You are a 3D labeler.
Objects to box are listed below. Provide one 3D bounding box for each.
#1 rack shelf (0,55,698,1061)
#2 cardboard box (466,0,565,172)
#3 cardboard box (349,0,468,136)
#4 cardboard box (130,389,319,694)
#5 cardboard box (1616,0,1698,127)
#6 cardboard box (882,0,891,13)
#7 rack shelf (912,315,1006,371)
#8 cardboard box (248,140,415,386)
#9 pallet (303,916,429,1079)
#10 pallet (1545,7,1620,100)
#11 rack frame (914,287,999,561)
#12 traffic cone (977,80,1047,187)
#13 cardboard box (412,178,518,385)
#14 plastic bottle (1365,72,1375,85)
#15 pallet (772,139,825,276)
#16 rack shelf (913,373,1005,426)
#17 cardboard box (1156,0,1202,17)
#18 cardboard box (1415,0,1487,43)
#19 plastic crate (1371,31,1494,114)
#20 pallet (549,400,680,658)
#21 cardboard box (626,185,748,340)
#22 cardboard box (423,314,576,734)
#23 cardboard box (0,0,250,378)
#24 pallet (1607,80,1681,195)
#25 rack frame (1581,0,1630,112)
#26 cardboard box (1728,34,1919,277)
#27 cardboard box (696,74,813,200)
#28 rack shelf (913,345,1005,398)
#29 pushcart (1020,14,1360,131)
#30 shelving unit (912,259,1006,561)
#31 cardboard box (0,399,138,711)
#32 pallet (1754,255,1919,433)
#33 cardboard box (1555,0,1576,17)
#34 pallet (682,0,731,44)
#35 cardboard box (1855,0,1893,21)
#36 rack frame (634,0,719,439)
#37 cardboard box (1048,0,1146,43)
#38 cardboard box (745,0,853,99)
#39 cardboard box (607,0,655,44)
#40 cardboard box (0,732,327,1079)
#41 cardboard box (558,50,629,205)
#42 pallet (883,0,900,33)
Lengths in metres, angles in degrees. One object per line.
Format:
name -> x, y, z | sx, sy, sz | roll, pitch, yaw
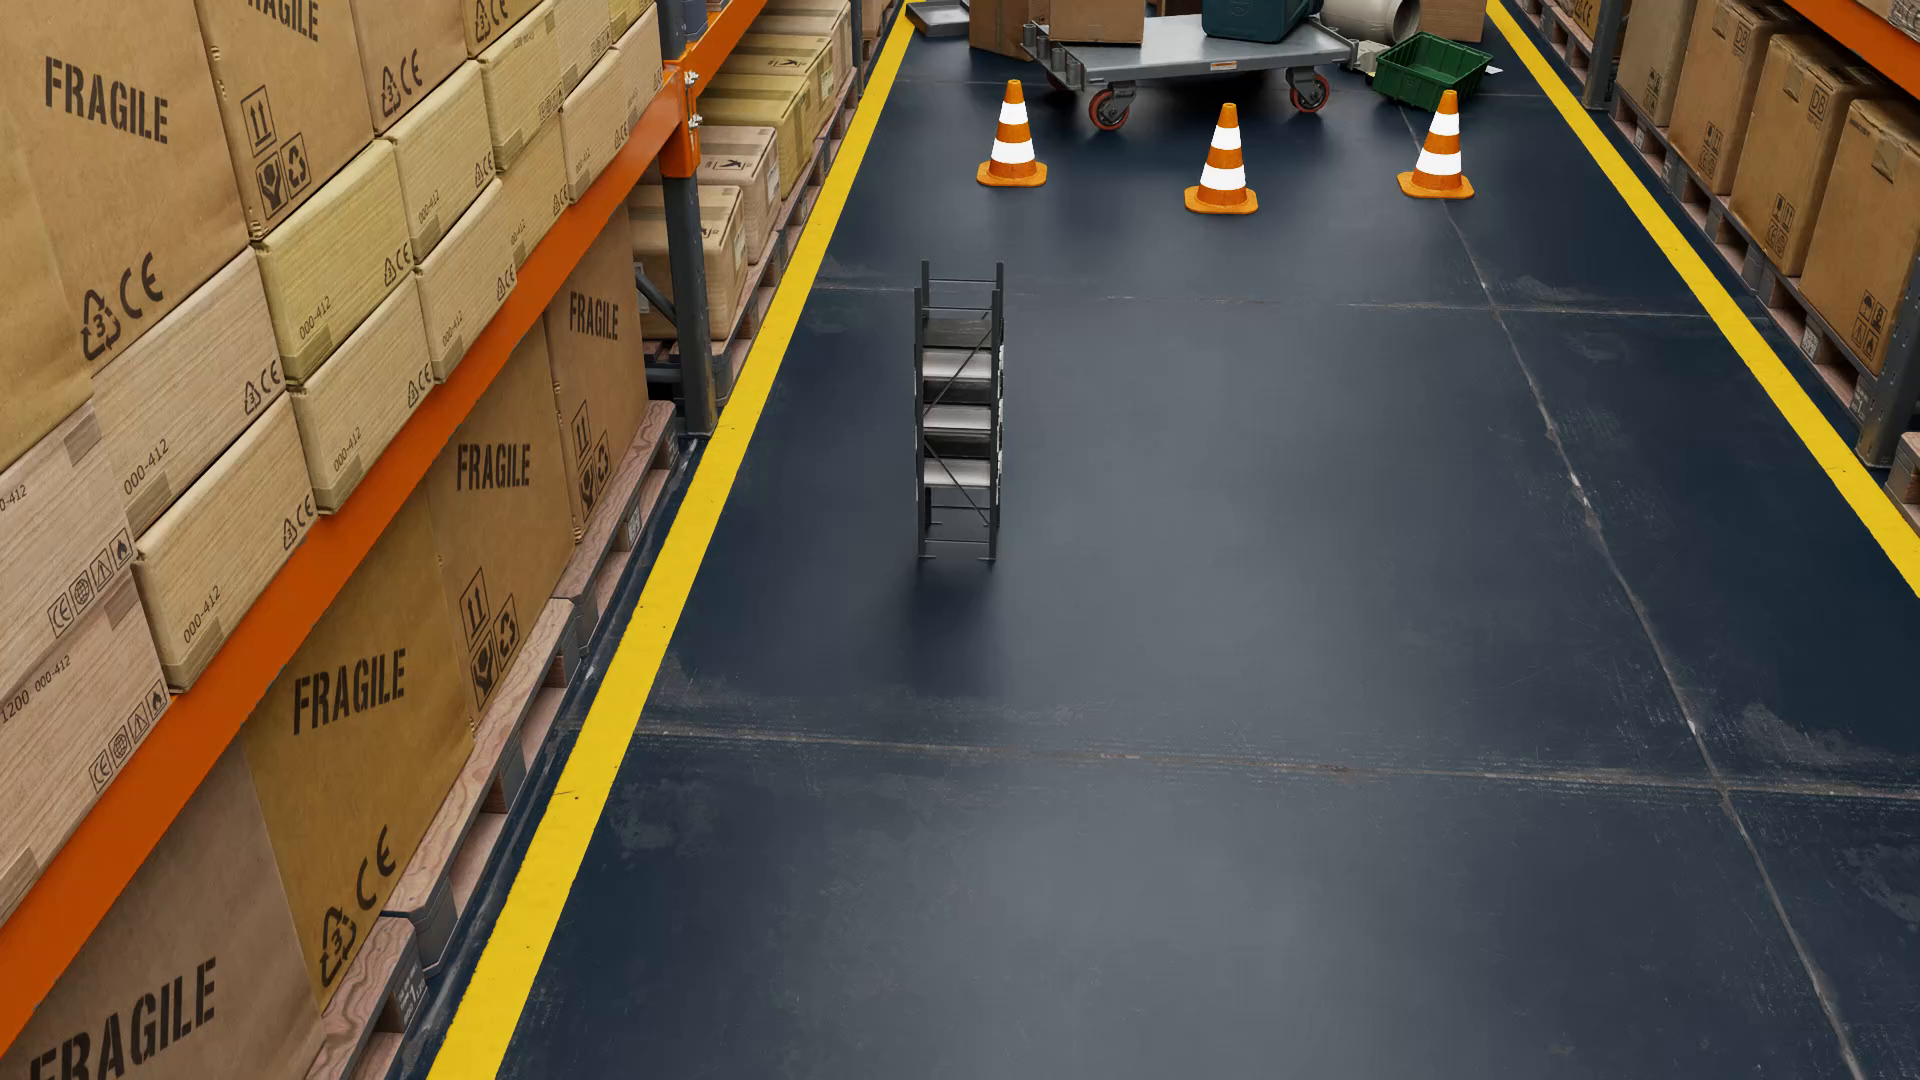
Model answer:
rack shelf -> -1.527, -0.332, 3.615 | 1.077, 0.370, 4.000 | 2, 32, 4
cardboard box -> -1.210, -1.032, 3.732 | 0.500, 0.250, 0.500 | 2, 32, 3
cardboard box -> -1.275, -1.078, 3.092 | 0.500, 0.500, 0.500 | 2, 32, 3
cardboard box -> -1.351, -0.018, 2.563 | 0.500, 0.250, 0.500 | 2, 32, 3
cardboard box -> 3.942, -2.510, 8.207 | 1.050, 0.750, 0.750 | 2, 32, 4
cardboard box -> -0.690, -3.360, 10.064 | 0.500, 0.250, 0.500 | 4, 32, 7
rack shelf -> -0.001, -0.580, 4.883 | 0.258, 0.077, 0.200 | 2, 32, 4
cardboard box -> -1.291, -0.496, 2.862 | 0.500, 0.250, 0.500 | 3, 32, 5
pallet -> -1.703, 1.188, 3.121 | 1.003, 0.211, 1.213 | 2, 32, 4
pallet -> 4.043, -2.824, 9.631 | 1.003, 0.211, 1.213 | 2, 32, 4
rack frame -> -0.009, -0.326, 4.921 | 0.240, 0.900, 0.006 | 2, 32, 4
traffic cone -> 0.255, -1.987, 8.034 | 0.336, 0.463, 0.334 | 2, 32, 4
cardboard box -> -1.243, -0.546, 3.420 | 0.500, 0.250, 0.500 | 2, 32, 3
plastic bottle -> 2.421, -2.575, 9.370 | 0.133, 0.061, 0.283 | -14, 34, -21
pallet -> -1.198, -1.542, 7.550 | 1.003, 0.211, 1.213 | 2, 32, 4
rack shelf -> -0.001, -0.427, 4.977 | 0.258, 0.077, 0.200 | 2, 32, 4
cardboard box -> 1.599, -3.346, 10.071 | 0.797, 0.637, 0.503 | 2, 32, 4
cardboard box -> 3.006, -3.409, 10.303 | 0.500, 0.500, 0.500 | 8, 32, 12
plastic crate -> 2.611, -2.591, 9.221 | 0.450, 0.188, 0.662 | 29, 41, 23
pallet -> -1.504, -0.088, 5.191 | 1.003, 0.211, 1.213 | 2, 32, 4
cardboard box -> -1.309, -1.039, 6.181 | 0.950, 0.372, 0.625 | 0, 32, 1
cardboard box -> -1.580, -0.134, 4.234 | 0.875, 0.875, 0.875 | 3, 32, 5
cardboard box -> -1.354, -0.546, 2.228 | 0.500, 0.500, 0.500 | 2, 32, 4
pallet -> 3.915, -2.023, 8.332 | 1.003, 0.211, 1.213 | 2, 32, 4
rack frame -> 3.903, -3.617, 8.260 | 1.000, 3.000, 0.127 | 2, 32, 4
cardboard box -> 3.784, -1.518, 6.599 | 1.050, 0.750, 0.750 | 3, 32, 5
cardboard box -> -1.189, -1.822, 7.451 | 0.950, 0.372, 0.625 | 3, 32, 6
rack shelf -> -0.001, -0.504, 4.930 | 0.258, 0.077, 0.200 | 2, 32, 4
pushcart -> 1.238, -2.588, 9.090 | 1.648, 0.377, 0.936 | -8, 33, -13
shelving unit -> -0.001, -0.379, 5.007 | 0.258, 0.900, 0.210 | 2, 32, 4
cardboard box -> -1.373, 0.041, 1.991 | 0.500, 0.250, 0.500 | 2, 32, 3
pallet -> 3.717, -0.747, 6.261 | 1.003, 0.211, 1.213 | 2, 32, 4
cardboard box -> 4.093, -3.689, 10.001 | 0.875, 0.875, 0.875 | 3, 32, 4
pallet -> -1.413, -1.979, 5.786 | 1.213, 0.211, 1.003 | 2, 32, 4
cardboard box -> 3.388, -2.076, 5.664 | 0.500, 0.500, 0.500 | 2, 32, 4
rack frame -> -1.365, -1.684, 5.123 | 1.000, 3.000, 0.127 | 2, 32, 4
cardboard box -> 0.738, -2.973, 8.877 | 0.500, 0.500, 0.500 | 2, 32, 4
cardboard box -> -1.079, -2.561, 8.651 | 0.950, 0.372, 0.625 | 3, 32, 5
cardboard box -> -1.151, -1.569, 4.603 | 0.500, 0.250, 0.500 | 2, 32, 4
cardboard box -> -1.720, 0.806, 2.708 | 0.875, 0.875, 0.875 | 3, 32, 6
cardboard box -> -1.173, -1.077, 4.281 | 0.500, 0.250, 0.500 | 3, 32, 5
pallet -> -0.923, -3.581, 10.859 | 1.003, 0.211, 1.213 | 2, 32, 4
